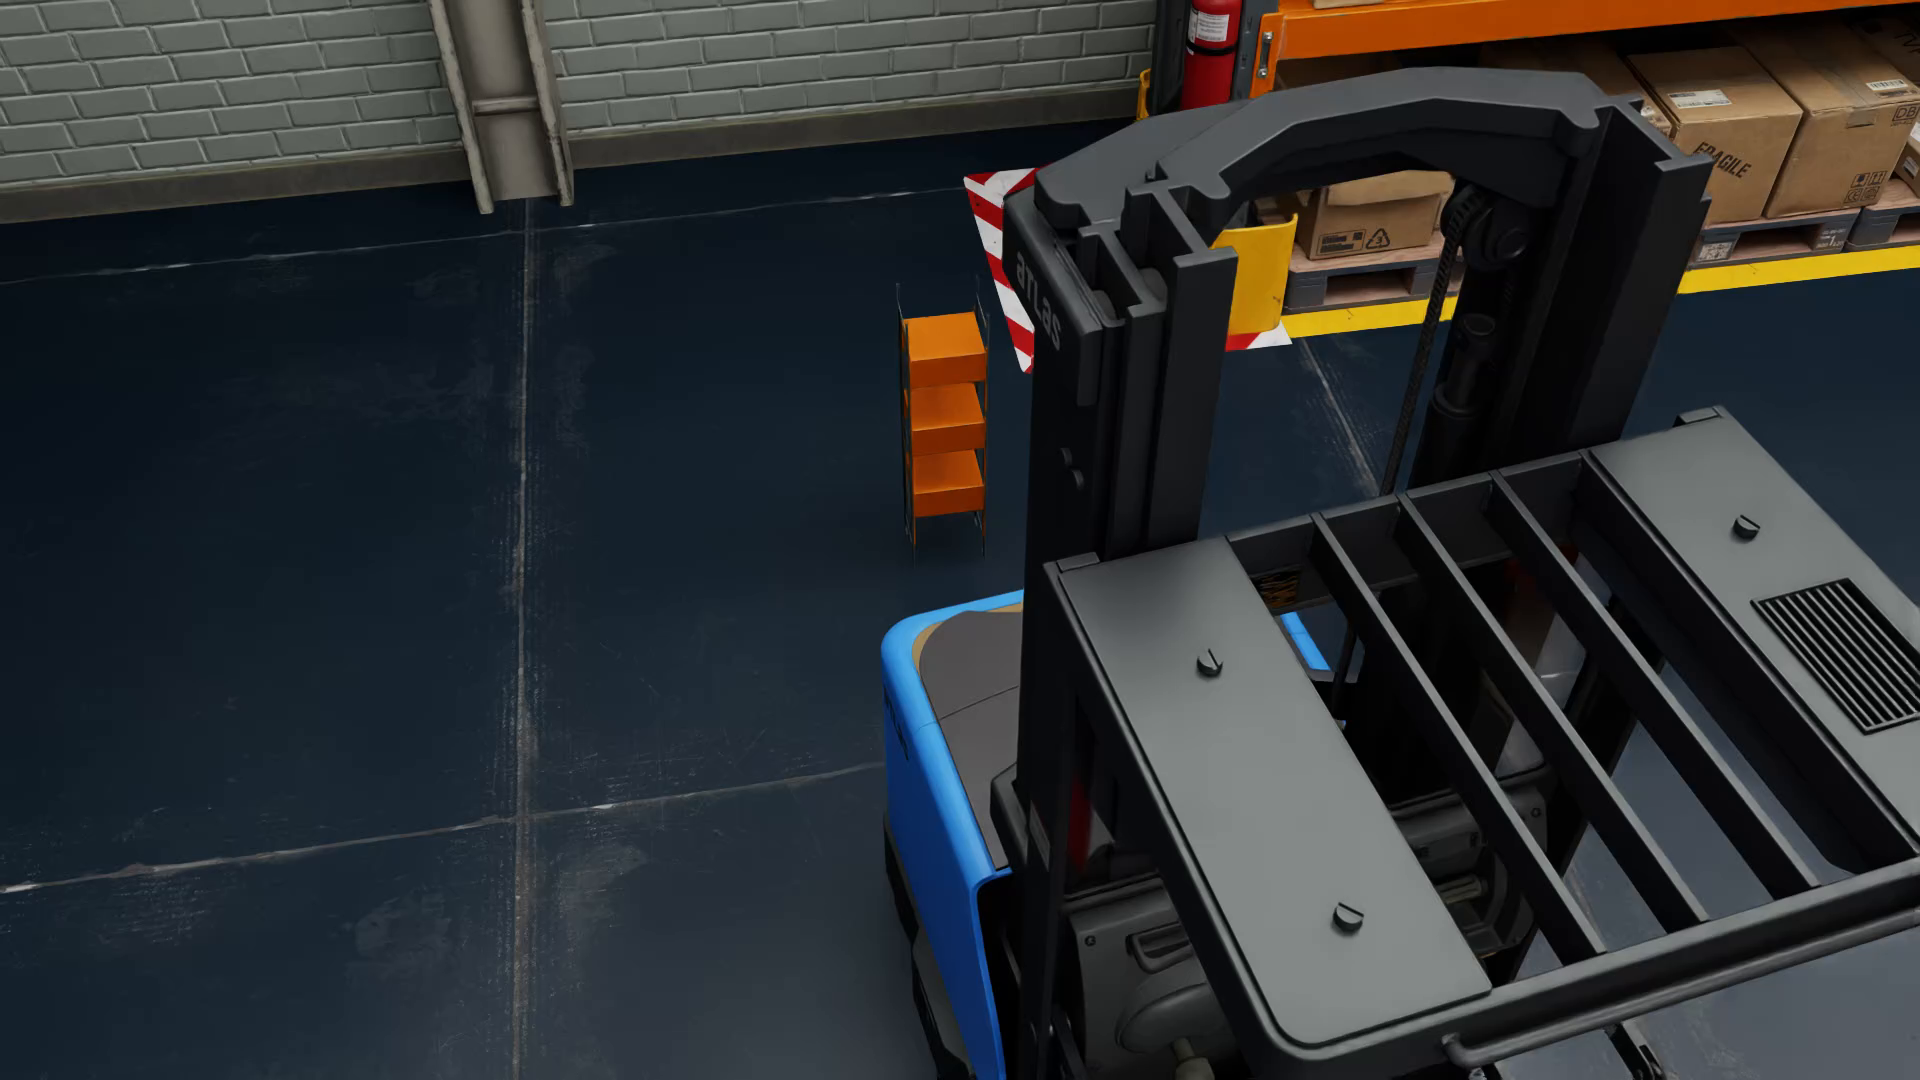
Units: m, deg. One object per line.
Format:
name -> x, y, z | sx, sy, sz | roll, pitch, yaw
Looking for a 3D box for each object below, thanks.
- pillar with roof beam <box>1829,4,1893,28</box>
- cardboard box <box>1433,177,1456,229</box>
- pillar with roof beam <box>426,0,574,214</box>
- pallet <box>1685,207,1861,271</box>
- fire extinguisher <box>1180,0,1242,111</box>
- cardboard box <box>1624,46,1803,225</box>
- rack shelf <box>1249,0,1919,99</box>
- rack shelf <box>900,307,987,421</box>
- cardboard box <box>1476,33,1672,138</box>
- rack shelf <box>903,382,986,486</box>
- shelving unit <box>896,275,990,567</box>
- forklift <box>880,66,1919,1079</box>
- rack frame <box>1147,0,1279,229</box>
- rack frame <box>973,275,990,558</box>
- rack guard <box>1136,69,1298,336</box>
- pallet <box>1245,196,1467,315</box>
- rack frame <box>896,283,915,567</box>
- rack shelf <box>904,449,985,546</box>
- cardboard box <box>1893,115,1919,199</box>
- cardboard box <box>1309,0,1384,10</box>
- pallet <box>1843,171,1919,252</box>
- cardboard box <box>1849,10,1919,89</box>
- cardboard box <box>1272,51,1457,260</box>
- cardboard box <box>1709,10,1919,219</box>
pillar with roof beam -> 4.767, -2.327, 1.743 | 0.400, 9.000, 9.100 | -7, 46, -7
cardboard box -> 1.976, -1.444, 6.746 | 0.250, 0.149, 0.380 | -9, 47, -8
pillar with roof beam -> -1.145, -1.590, 1.033 | 0.400, 9.000, 9.100 | -7, 46, -7
pallet -> 2.991, -1.542, 7.090 | 1.213, 0.211, 1.003 | -7, 46, -7
fire extinguisher -> 0.865, -1.752, 5.668 | 0.183, 0.674, 0.296 | -7, 46, -7
cardboard box -> 2.937, -1.612, 6.665 | 0.500, 0.500, 0.500 | -6, 46, -6
rack shelf -> 2.902, -2.251, 6.335 | 4.000, 0.370, 1.077 | -7, 46, -7
rack shelf -> -0.053, -0.547, 5.169 | 0.240, 0.259, 0.215 | -7, 46, -7
cardboard box -> 2.399, -1.618, 6.670 | 0.500, 0.500, 0.700 | -5, 46, -5
rack shelf -> -0.053, -0.350, 5.373 | 0.240, 0.259, 0.215 | -7, 46, -7
shelving unit -> -0.053, -0.358, 5.366 | 0.252, 1.050, 0.215 | -7, 46, -7
forklift -> 0.720, 0.836, 2.909 | 1.130, 2.935, 3.031 | -13, 47, -12
rack frame -> 0.931, -2.255, 5.839 | 0.127, 3.000, 1.000 | -7, 46, -7
rack frame -> 0.067, -0.373, 5.380 | 0.008, 1.050, 0.200 | -7, 46, -7
rack guard -> 1.006, -1.397, 6.749 | 0.348, 0.500, 1.175 | -7, 46, -7
pallet -> 1.792, -1.395, 6.948 | 1.213, 0.211, 1.003 | -7, 46, -7
rack frame -> -0.173, -0.343, 5.351 | 0.008, 1.050, 0.200 | -7, 46, -7
rack shelf -> -0.053, -0.158, 5.573 | 0.240, 0.259, 0.215 | -7, 46, -7
cardboard box -> 4.022, -1.622, 6.837 | 0.258, 0.266, 0.396 | -6, 46, -5
cardboard box -> 1.302, -2.013, 5.781 | 0.250, 0.149, 0.380 | -7, 47, -7
pallet -> 4.196, -1.695, 7.236 | 1.213, 0.211, 1.003 | -7, 46, -7
cardboard box -> 4.182, -2.045, 7.213 | 0.500, 0.311, 0.500 | -6, 46, -5
cardboard box -> 1.550, -1.542, 6.595 | 0.637, 0.503, 0.797 | -9, 47, -8
cardboard box -> 3.422, -1.746, 6.793 | 0.500, 0.500, 0.700 | -9, 47, -8
